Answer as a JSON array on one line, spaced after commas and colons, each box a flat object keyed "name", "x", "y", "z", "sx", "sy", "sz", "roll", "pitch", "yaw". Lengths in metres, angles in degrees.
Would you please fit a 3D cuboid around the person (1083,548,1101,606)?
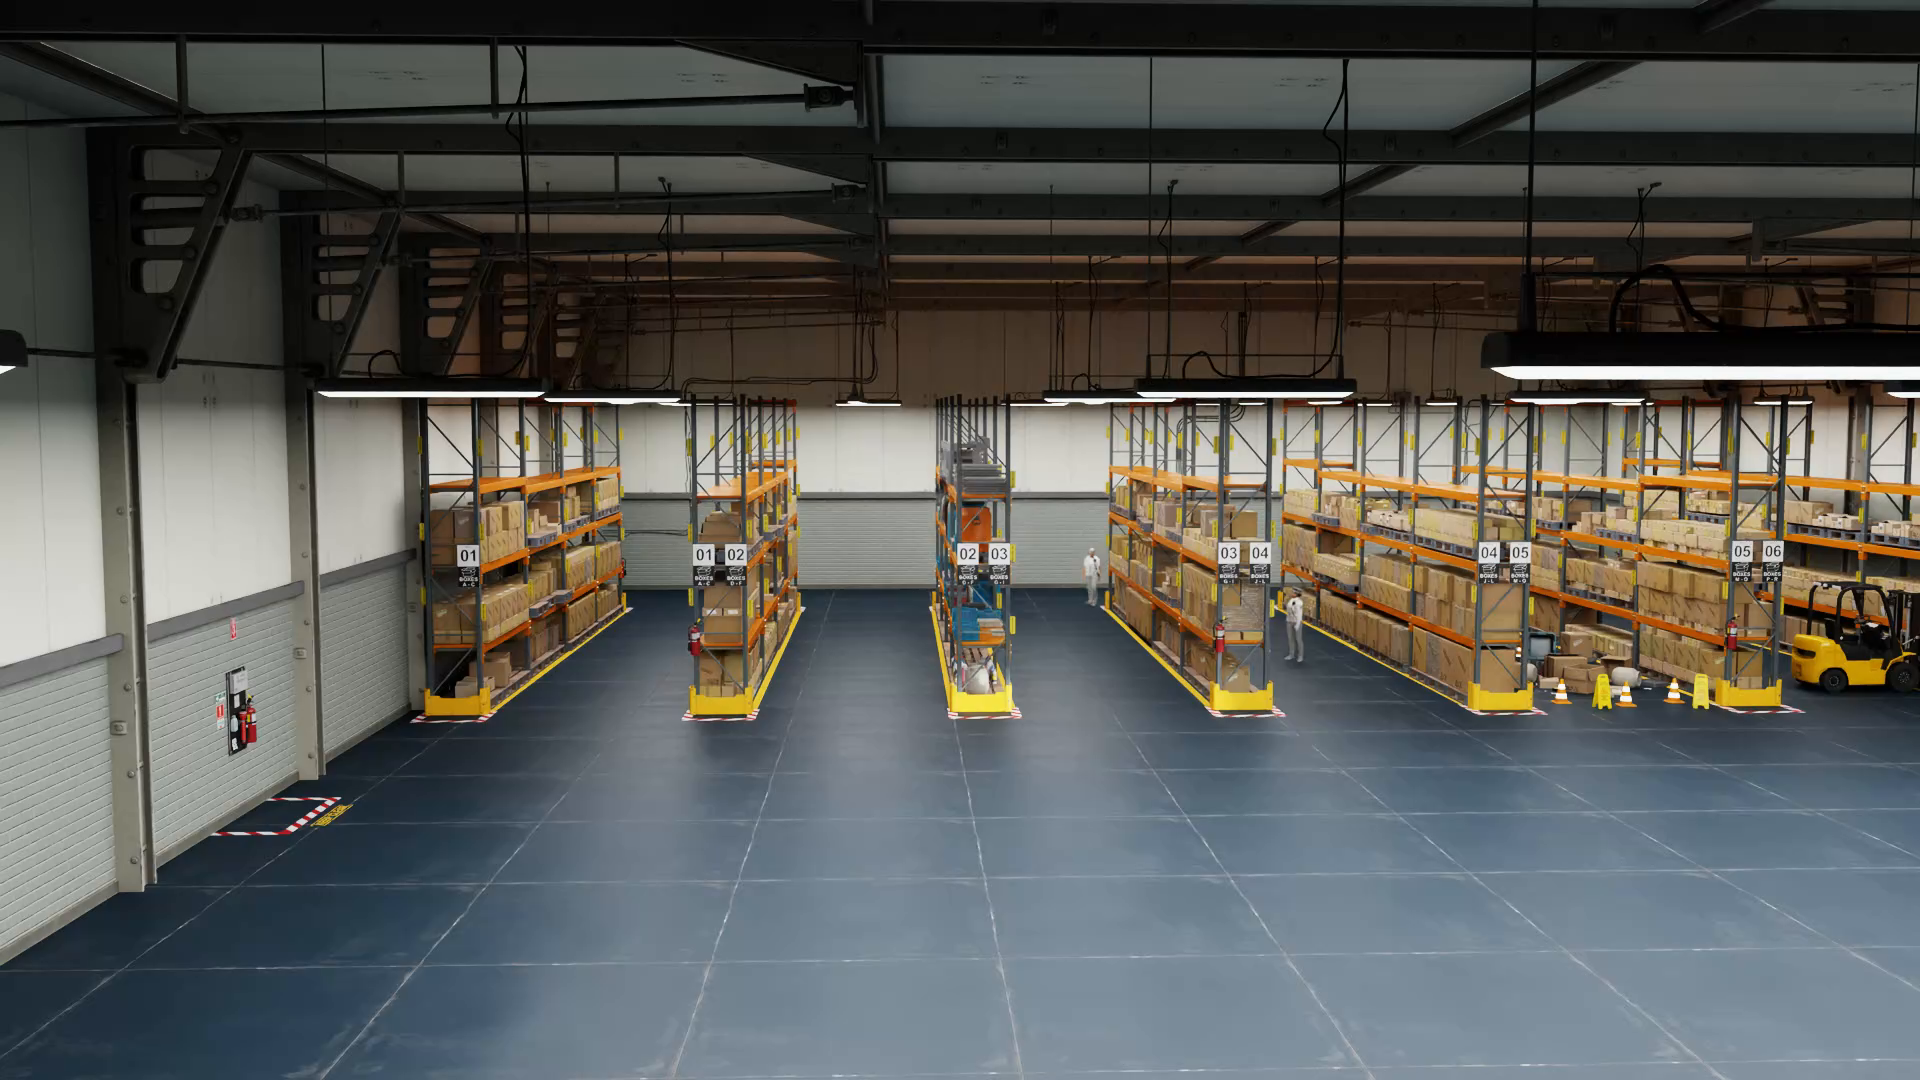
[{"name": "person", "x": 3.834, "y": 1.101, "z": 48.610, "sx": 0.477, "sy": 1.745, "sz": 0.503, "roll": 2, "pitch": 5, "yaw": 29}]

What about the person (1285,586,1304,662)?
[{"name": "person", "x": 7.625, "y": 1.913, "z": 37.884, "sx": 0.377, "sy": 1.726, "sz": 0.510, "roll": -4, "pitch": 6, "yaw": -40}]

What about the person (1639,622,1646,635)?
[{"name": "person", "x": 16.761, "y": 1.632, "z": 40.859, "sx": 0.422, "sy": 1.786, "sz": 0.609, "roll": 3, "pitch": 5, "yaw": 29}]
